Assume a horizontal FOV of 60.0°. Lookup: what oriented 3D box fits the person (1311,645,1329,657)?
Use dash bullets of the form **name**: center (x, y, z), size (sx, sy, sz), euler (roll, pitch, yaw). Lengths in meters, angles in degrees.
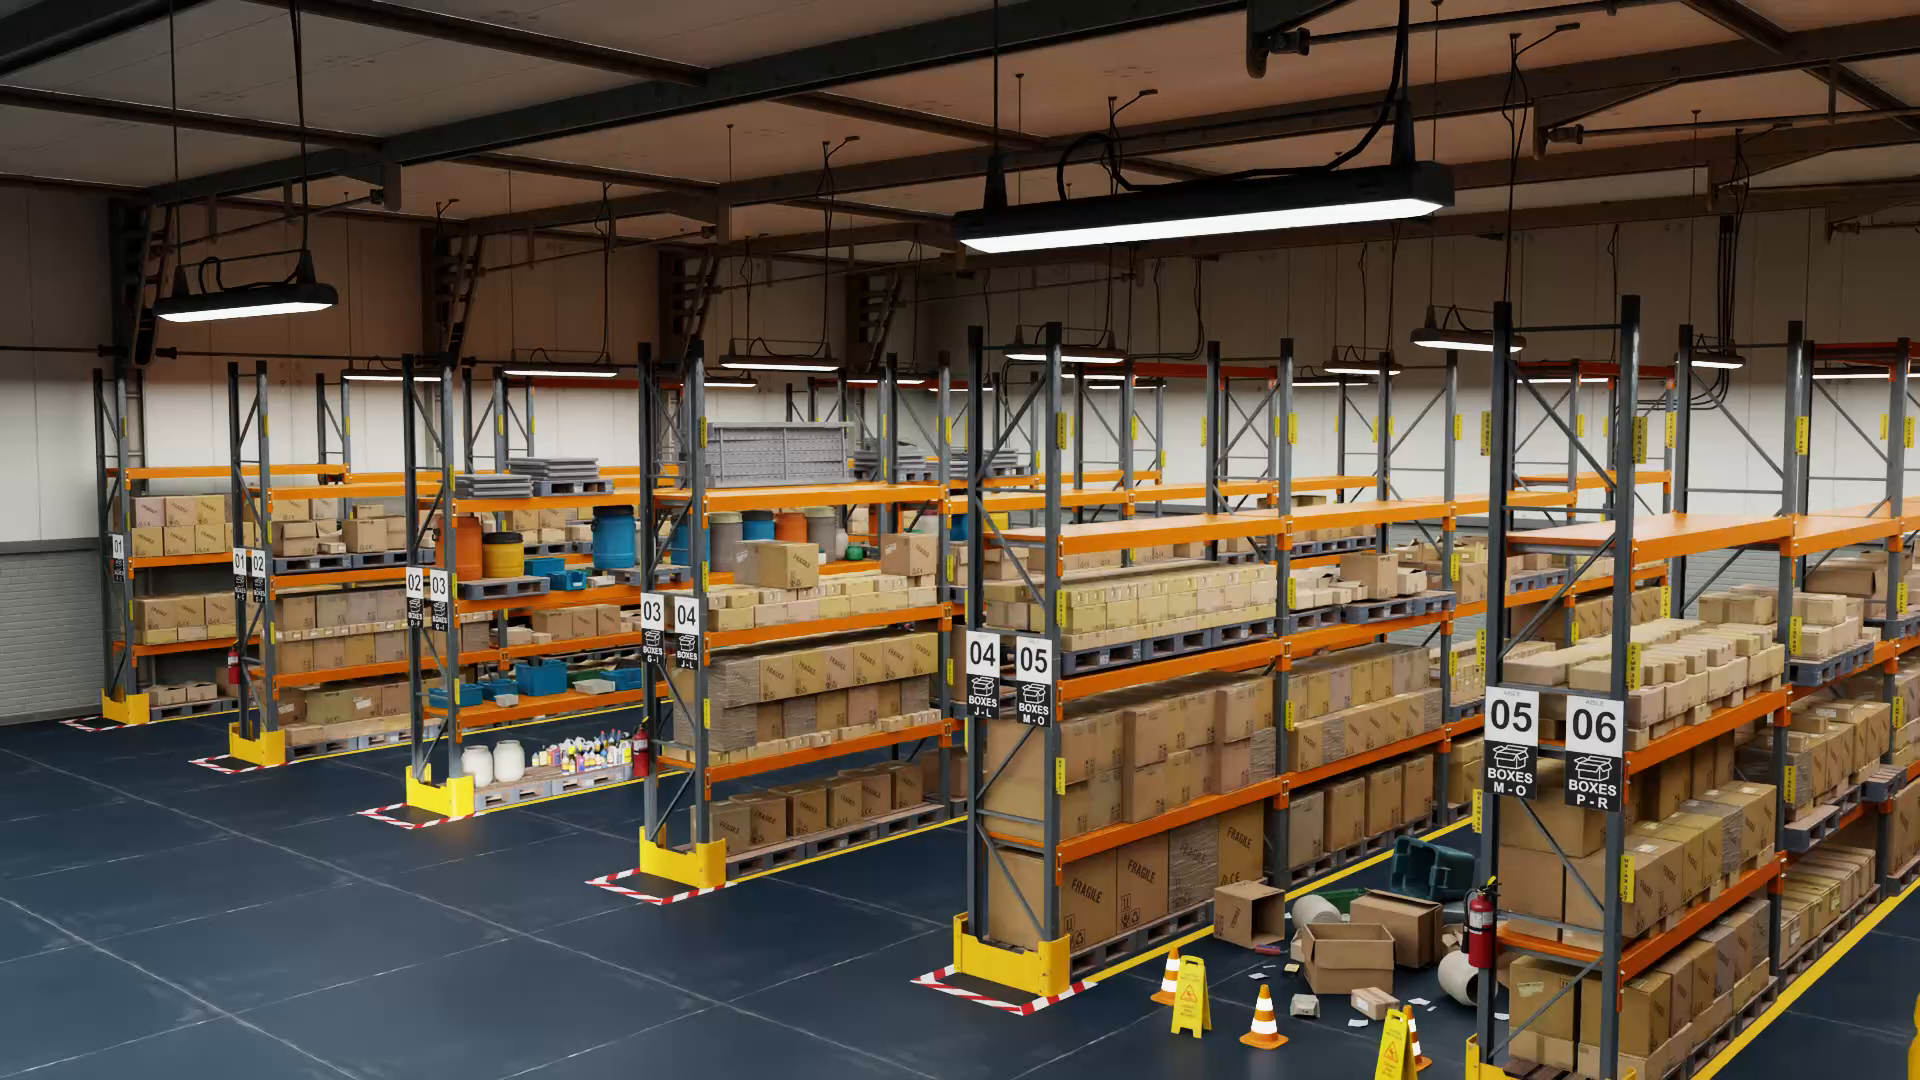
- **person**: center (5.638, 2.365, 26.130), size (0.663, 1.758, 0.694), euler (4, 5, 40)
